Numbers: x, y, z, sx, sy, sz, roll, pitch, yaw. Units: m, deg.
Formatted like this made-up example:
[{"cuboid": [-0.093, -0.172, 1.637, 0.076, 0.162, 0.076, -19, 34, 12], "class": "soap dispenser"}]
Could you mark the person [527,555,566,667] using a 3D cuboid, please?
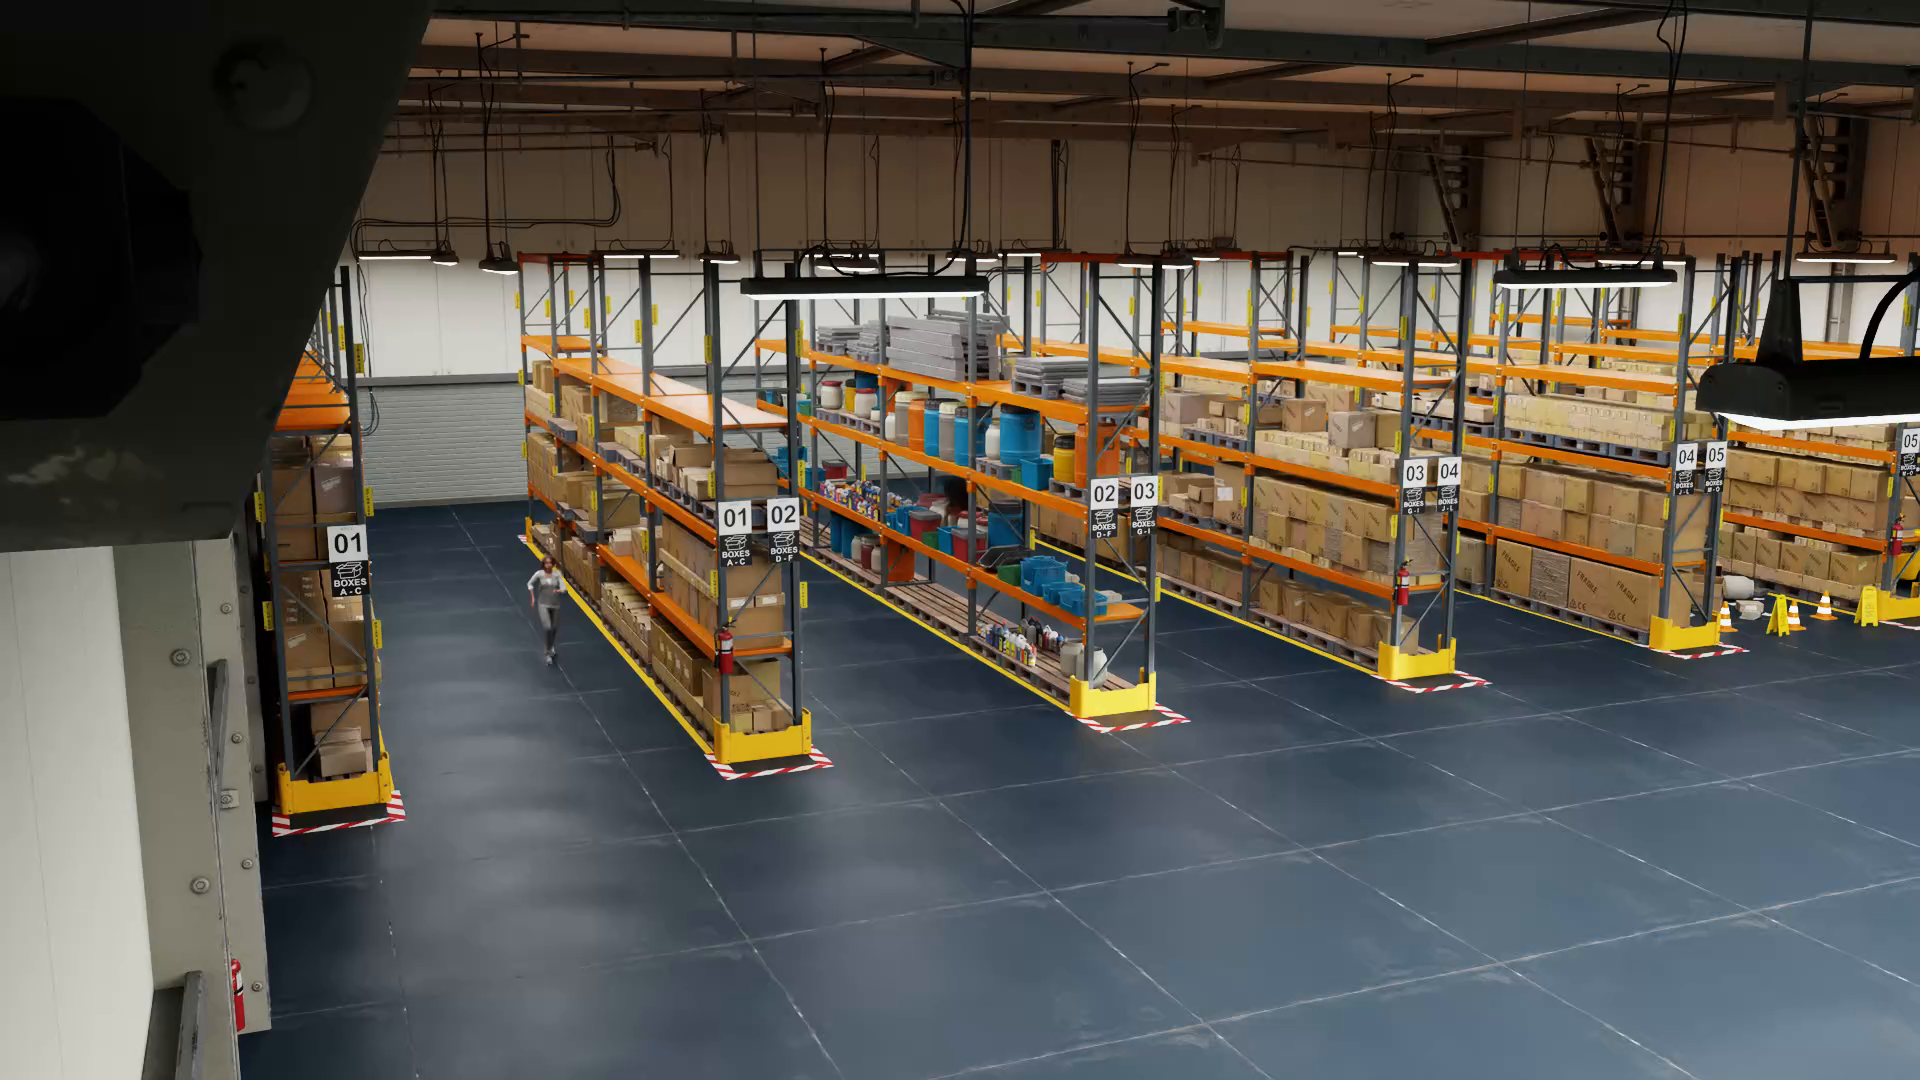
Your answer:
[{"cuboid": [-6.163, 1.035, 24.923, 0.509, 1.648, 0.728, -5, 12, -27], "class": "person"}]
